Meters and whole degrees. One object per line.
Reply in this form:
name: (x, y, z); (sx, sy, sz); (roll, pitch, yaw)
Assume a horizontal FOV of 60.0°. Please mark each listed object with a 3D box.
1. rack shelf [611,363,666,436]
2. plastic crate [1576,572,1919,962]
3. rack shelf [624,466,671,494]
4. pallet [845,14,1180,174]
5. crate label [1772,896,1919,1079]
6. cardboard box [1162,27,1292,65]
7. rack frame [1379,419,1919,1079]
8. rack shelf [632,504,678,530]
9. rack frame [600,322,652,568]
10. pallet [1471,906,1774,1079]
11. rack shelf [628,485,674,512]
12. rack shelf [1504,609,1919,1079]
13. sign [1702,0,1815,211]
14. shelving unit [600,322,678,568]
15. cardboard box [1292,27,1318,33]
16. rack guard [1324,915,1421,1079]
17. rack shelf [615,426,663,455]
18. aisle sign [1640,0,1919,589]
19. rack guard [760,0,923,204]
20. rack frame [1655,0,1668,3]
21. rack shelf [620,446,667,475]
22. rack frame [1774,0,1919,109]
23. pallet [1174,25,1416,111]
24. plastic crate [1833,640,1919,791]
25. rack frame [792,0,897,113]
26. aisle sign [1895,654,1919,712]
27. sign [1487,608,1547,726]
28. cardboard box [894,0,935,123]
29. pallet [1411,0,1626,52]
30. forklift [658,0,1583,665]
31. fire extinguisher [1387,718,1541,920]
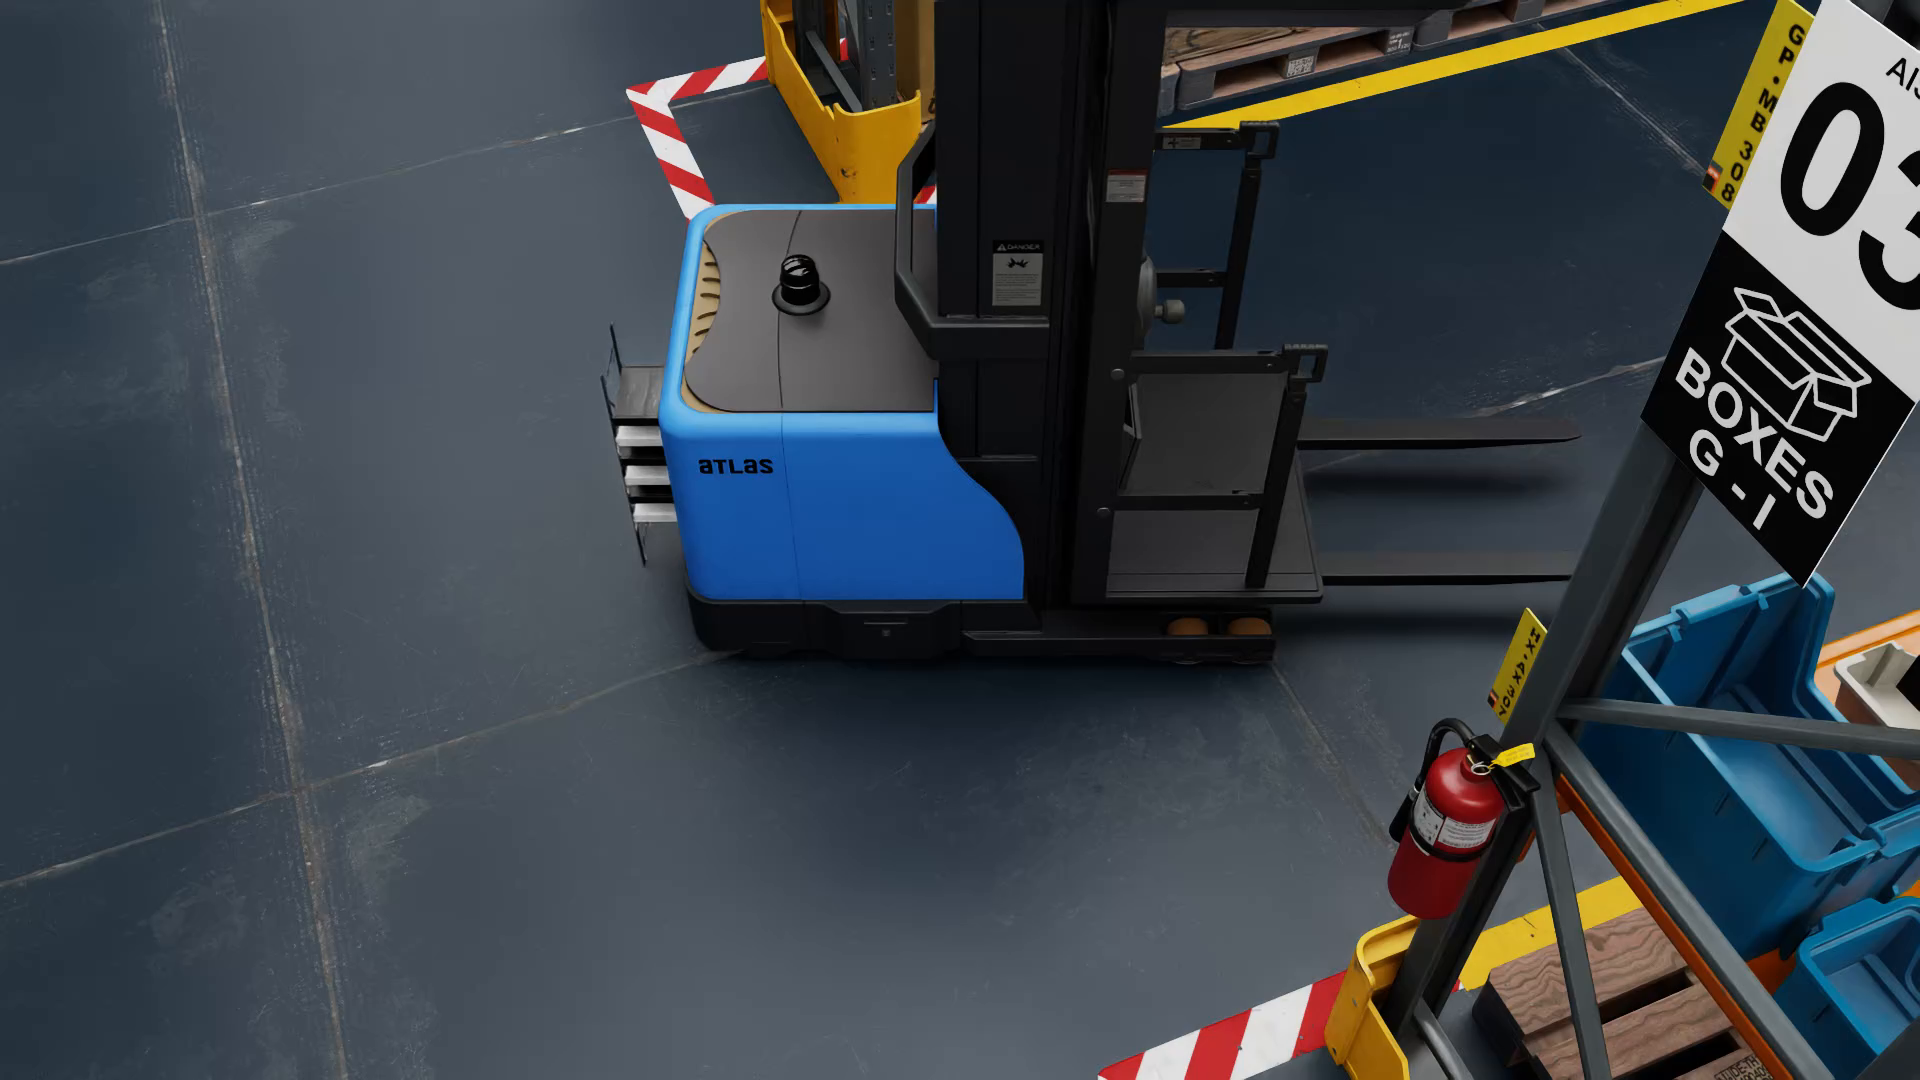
rack shelf: (-0.976, -0.444, 5.226); (0.200, 0.077, 0.258); (0, 49, 0)
plastic crate: (1.618, 0.452, 3.322); (0.499, 0.435, 0.616); (-17, 52, -14)
rack shelf: (-0.976, -0.268, 5.431); (0.200, 0.077, 0.258); (0, 49, 0)
pallet: (0.216, -2.144, 7.452); (1.213, 0.211, 1.003); (-17, 52, -14)
crate label: (1.732, 0.906, 3.066); (0.303, 0.233, 0.416); (-17, 52, -14)
cardboard box: (0.910, -2.714, 7.227); (0.875, 0.875, 0.875); (-17, 52, -14)
rack frame: (1.379, 0.710, 3.163); (0.127, 3.000, 1.000); (-17, 52, -14)
rack shelf: (-0.976, -0.151, 5.568); (0.200, 0.077, 0.258); (0, 49, 0)
rack frame: (-1.078, -0.290, 5.405); (0.006, 0.900, 0.240); (0, 49, 0)
pallet: (2.157, 1.410, 4.400); (1.213, 0.211, 1.003); (-17, 52, -14)
rack shelf: (-0.976, -0.210, 5.499); (0.200, 0.077, 0.258); (0, 49, 0)
rack shelf: (3.230, 0.371, 3.928); (4.000, 0.370, 1.077); (-17, 52, -14)
sign: (1.156, -0.614, 2.392); (0.005, 0.325, 0.100); (-17, 52, -14)
shelving unit: (-0.976, -0.290, 5.406); (0.210, 0.900, 0.258); (0, 49, 0)
cardboard box: (1.734, -2.969, 7.446); (0.875, 0.875, 0.875); (-17, 52, -14)
rack guard: (1.361, 1.541, 4.097); (0.348, 0.500, 1.175); (-17, 52, -14)
rack shelf: (-0.976, -0.385, 5.295); (0.200, 0.077, 0.258); (0, 49, 0)
aisle sign: (1.201, -0.322, 2.335); (0.004, 0.787, 0.394); (-17, 52, -14)
rack guard: (-0.516, -1.947, 7.092); (0.348, 0.500, 1.175); (-17, 52, -14)
rack frame: (3.209, -3.916, 7.135); (0.127, 3.000, 1.000); (-17, 52, -14)
rack shelf: (-0.976, -0.327, 5.363); (0.200, 0.077, 0.258); (0, 49, 0)
rack frame: (1.379, -1.244, 0.887); (0.127, 3.000, 1.000); (-17, 52, -14)
pallet: (1.344, -2.491, 7.750); (1.213, 0.211, 1.003); (-17, 52, -14)
plastic crate: (2.065, 0.416, 3.550); (0.243, 0.136, 0.396); (-17, 52, -14)
rack frame: (-0.494, -2.768, 6.150); (0.127, 3.000, 1.000); (-17, 52, -14)
aisle sign: (1.424, 0.093, 1.980); (0.004, 0.787, 0.394); (-17, 52, -14)
sign: (1.156, 0.276, 3.429); (0.005, 0.325, 0.100); (-17, 52, -14)
cardboard box: (0.068, -2.453, 7.003); (0.875, 0.875, 0.875); (-17, 52, -14)
pallet: (2.475, -2.844, 8.053); (1.213, 0.211, 1.003); (-17, 52, -14)
forklift: (0.647, -0.957, 4.640); (3.031, 2.935, 1.130); (0, 49, 0)
fire extinguisher: (1.067, 0.581, 3.570); (0.183, 0.674, 0.296); (-17, 52, -14)
